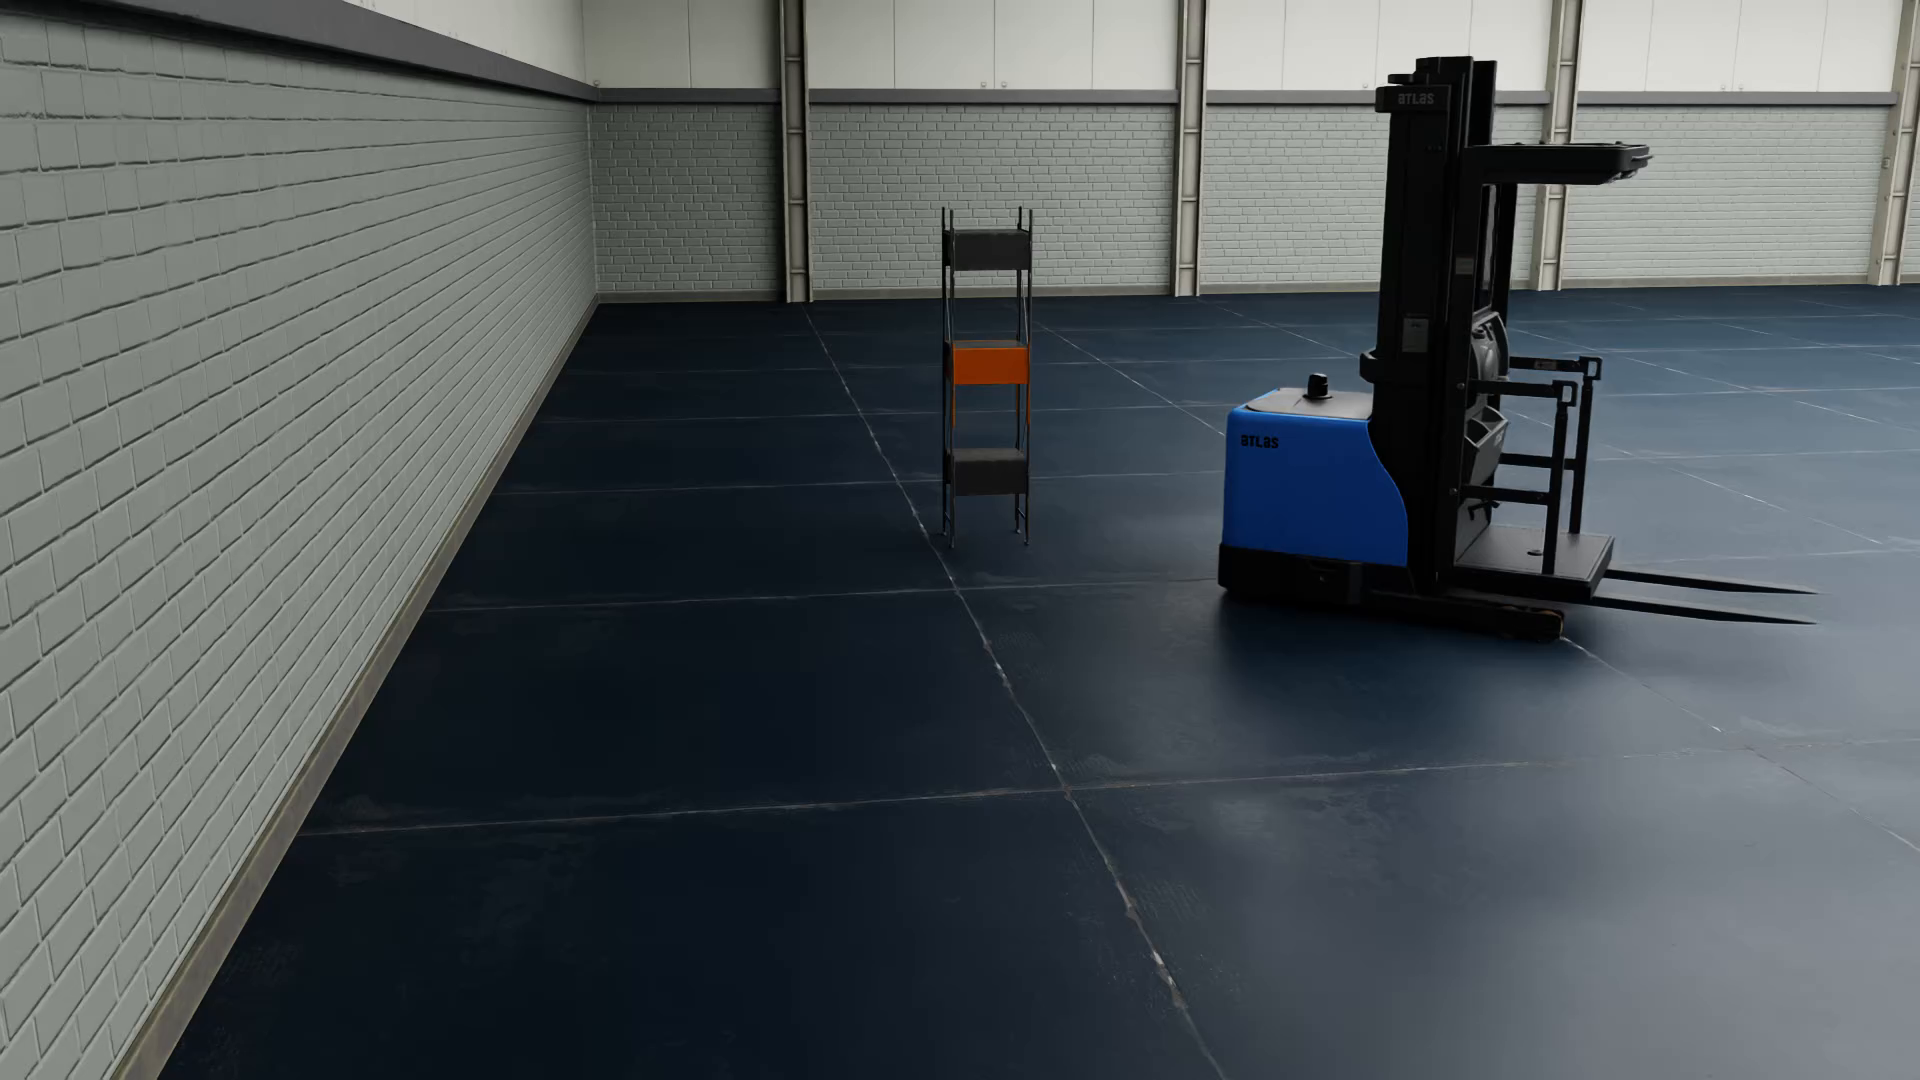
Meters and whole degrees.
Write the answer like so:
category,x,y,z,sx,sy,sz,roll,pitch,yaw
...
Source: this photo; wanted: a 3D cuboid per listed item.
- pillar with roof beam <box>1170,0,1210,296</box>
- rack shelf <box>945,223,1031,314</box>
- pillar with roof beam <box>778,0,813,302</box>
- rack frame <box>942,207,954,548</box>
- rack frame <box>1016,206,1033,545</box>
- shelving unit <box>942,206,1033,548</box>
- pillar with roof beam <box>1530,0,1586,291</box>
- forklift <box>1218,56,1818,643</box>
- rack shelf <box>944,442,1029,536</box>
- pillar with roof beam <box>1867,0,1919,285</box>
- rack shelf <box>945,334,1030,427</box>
category,x,y,z,sx,sy,sz,roll,pitch,yaw
pillar with roof beam,4.147,-7.154,20.750,0.400,9.000,9.100,-2,14,-8
rack shelf,0.164,-1.690,10.323,0.480,0.518,0.431,-2,14,-8
pillar with roof beam,-1.786,-6.937,19.883,0.400,9.000,9.100,-2,14,-8
rack frame,-0.078,-1.016,10.455,0.015,2.100,0.400,-2,14,-8
rack frame,0.405,-1.033,10.526,0.015,2.100,0.400,-2,14,-8
shelving unit,0.164,-1.024,10.490,0.503,2.100,0.431,-2,14,-8
pillar with roof beam,10.080,-7.372,21.617,0.400,9.000,9.100,-2,14,-8
forklift,3.014,-1.036,8.828,3.031,2.935,1.130,7,16,26
rack shelf,0.164,-0.332,10.664,0.480,0.518,0.431,-2,14,-8
pillar with roof beam,16.013,-7.589,22.484,0.400,9.000,9.100,-2,14,-8
rack shelf,0.164,-1.011,10.494,0.480,0.518,0.431,-2,14,-8
